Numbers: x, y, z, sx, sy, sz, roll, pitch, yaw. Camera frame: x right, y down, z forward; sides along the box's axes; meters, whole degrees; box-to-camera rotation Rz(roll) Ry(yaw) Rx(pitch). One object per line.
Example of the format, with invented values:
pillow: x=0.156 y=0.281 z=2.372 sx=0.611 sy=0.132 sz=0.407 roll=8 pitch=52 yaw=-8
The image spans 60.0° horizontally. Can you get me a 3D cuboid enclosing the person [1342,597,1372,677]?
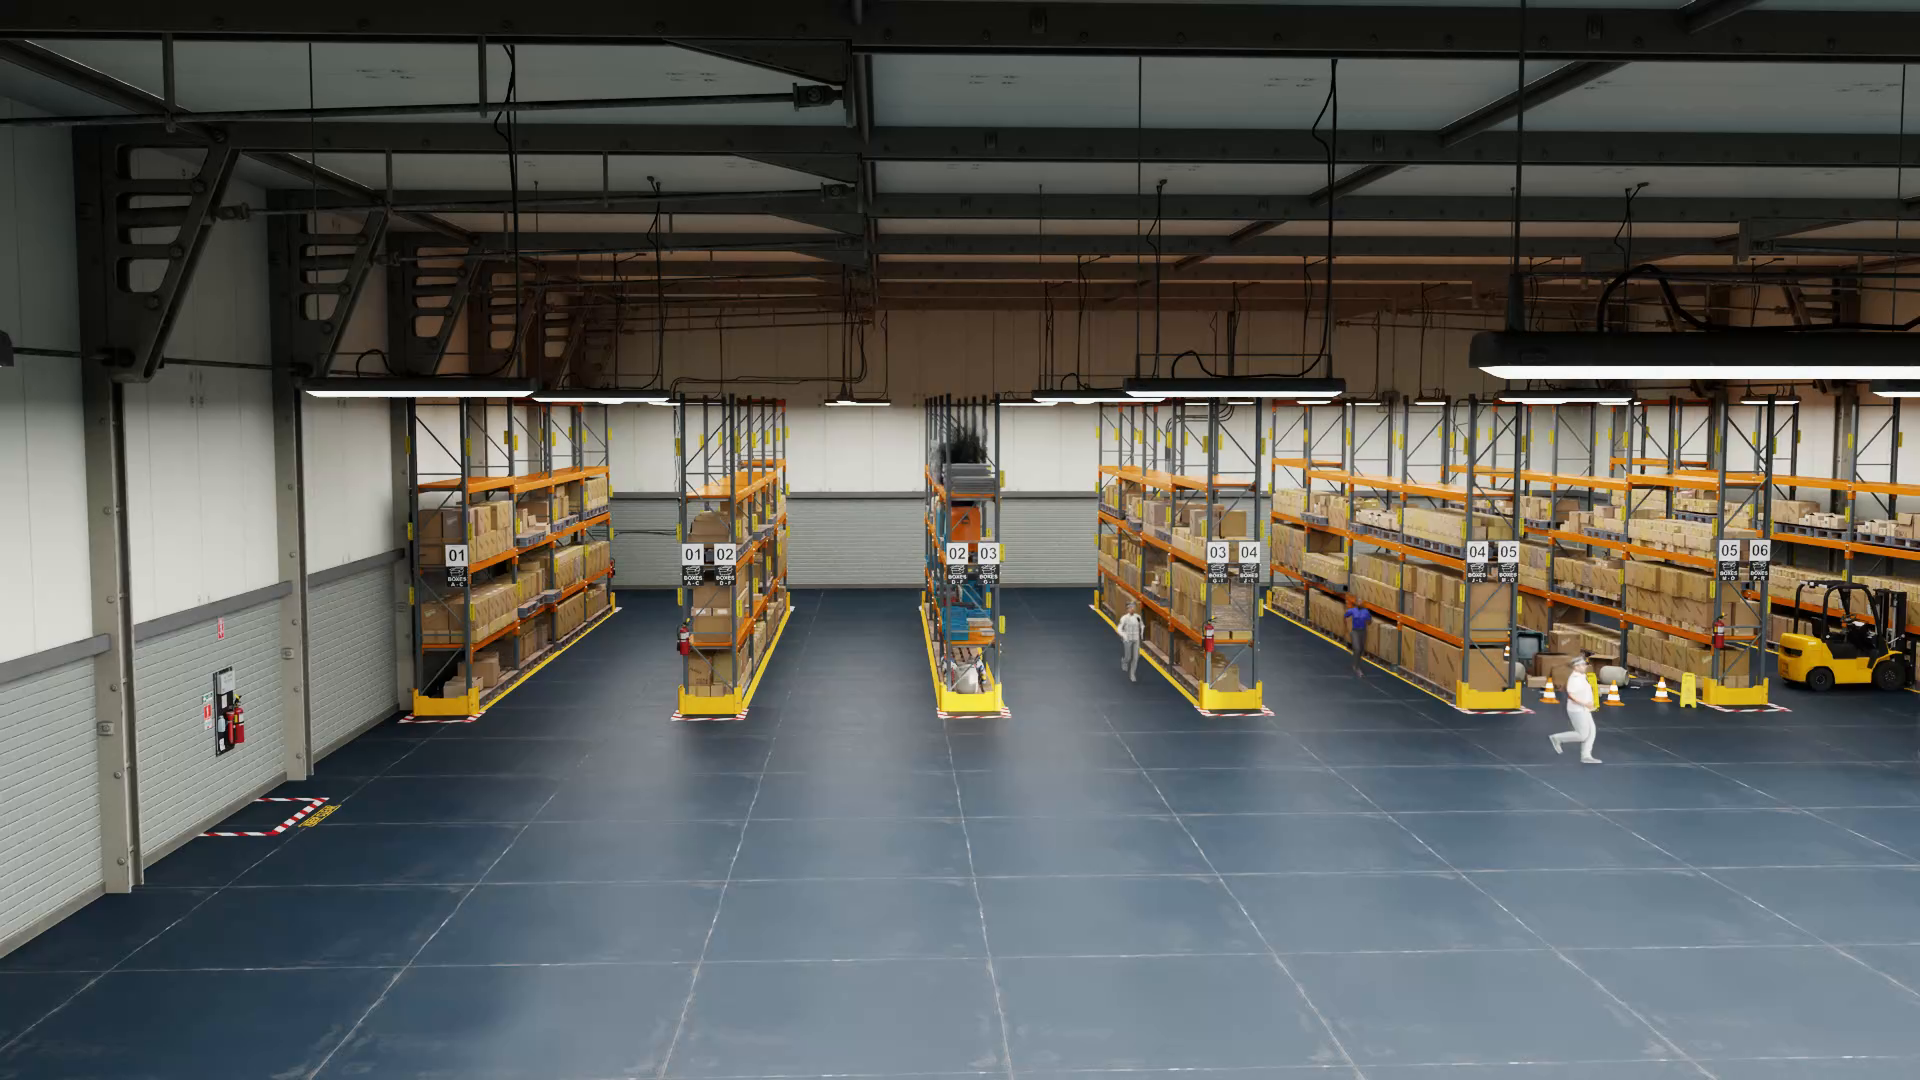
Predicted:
person: x=8.575 y=2.061 z=35.774 sx=0.562 sy=1.668 sz=0.855 roll=-1 pitch=5 yaw=-10

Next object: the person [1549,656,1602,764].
person: x=9.972 y=2.729 z=26.863 sx=0.798 sy=1.746 sz=0.663 roll=2 pitch=5 yaw=29

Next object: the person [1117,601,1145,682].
person: x=3.632 y=2.122 z=35.223 sx=0.617 sy=1.682 sz=0.747 roll=-1 pitch=5 yaw=-9
